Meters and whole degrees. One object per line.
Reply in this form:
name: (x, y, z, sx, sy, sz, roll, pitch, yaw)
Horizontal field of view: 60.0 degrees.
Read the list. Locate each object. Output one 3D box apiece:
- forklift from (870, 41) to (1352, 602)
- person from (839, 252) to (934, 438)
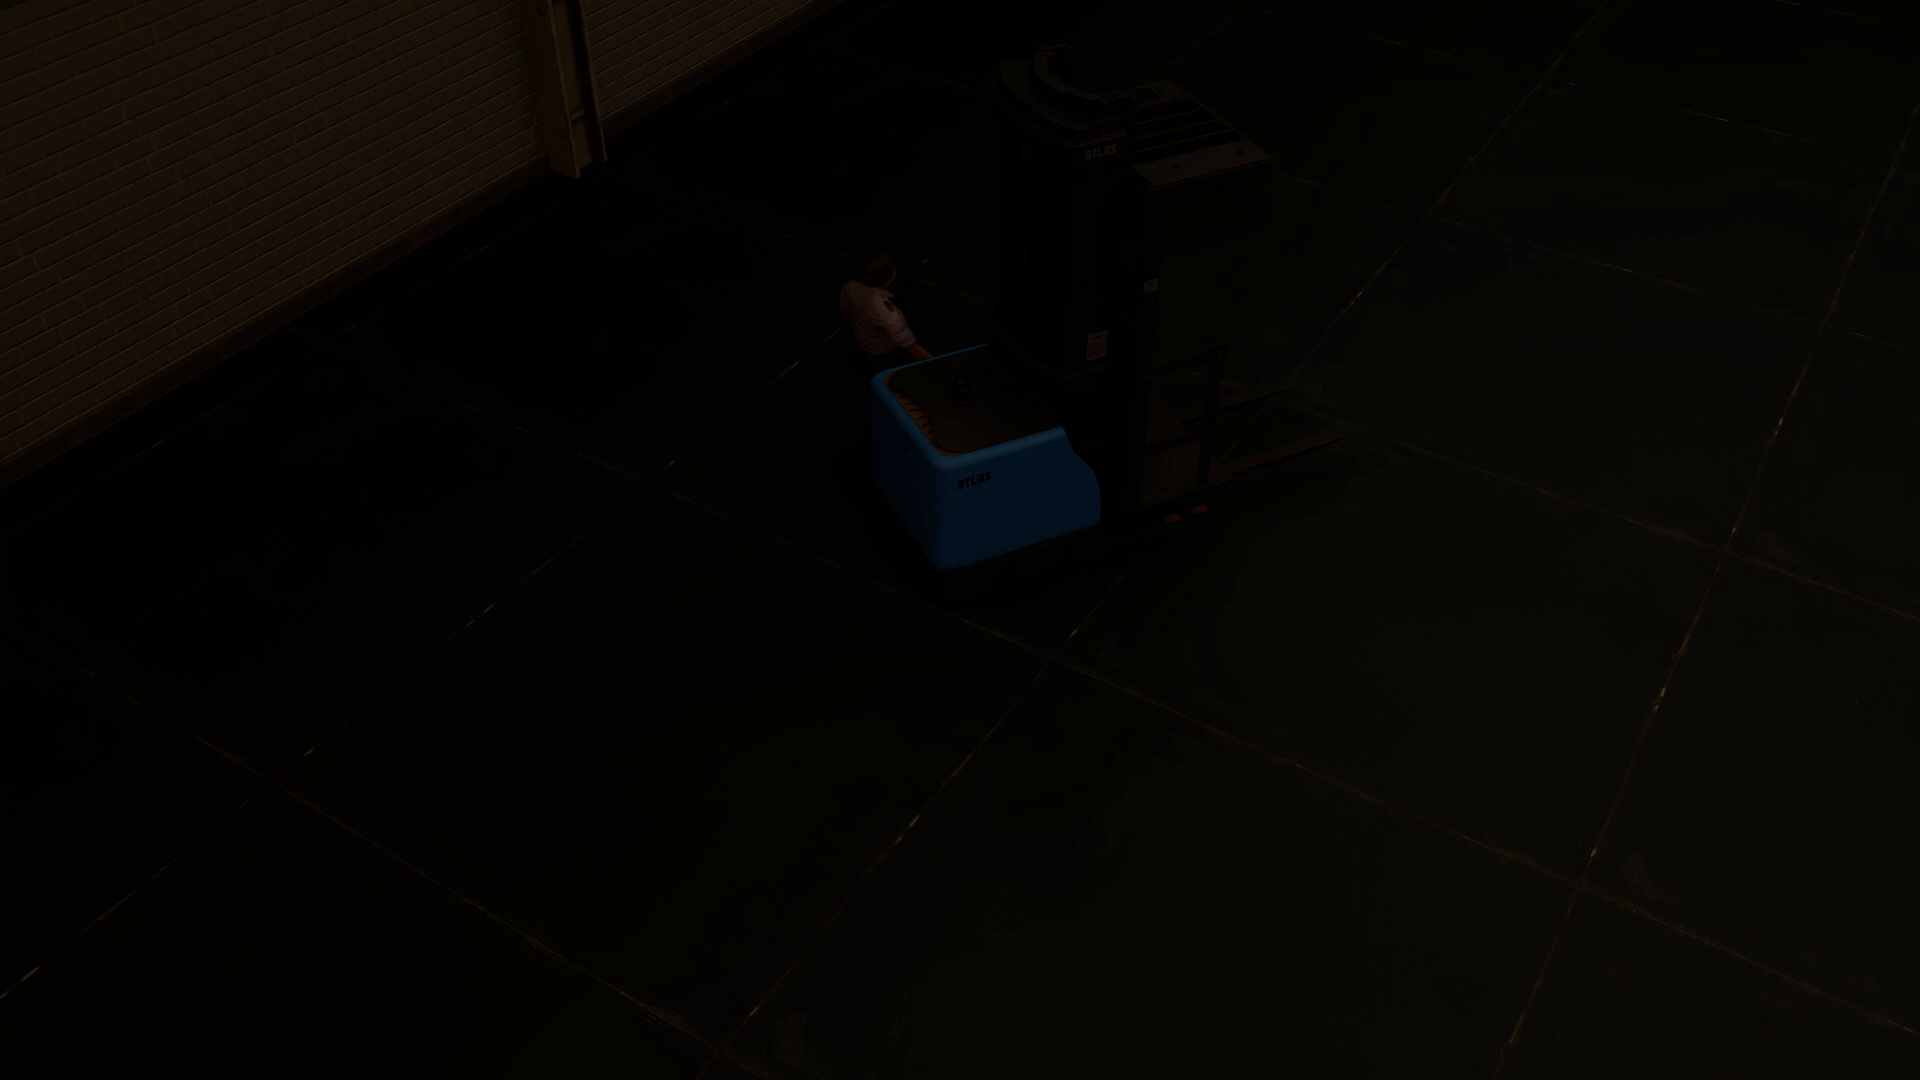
forklift: (1.016, -1.406, 9.626, 3.031, 2.935, 1.130, -17, 43, -19)
person: (-0.409, -1.127, 10.404, 0.468, 1.575, 0.760, -25, 46, -26)
